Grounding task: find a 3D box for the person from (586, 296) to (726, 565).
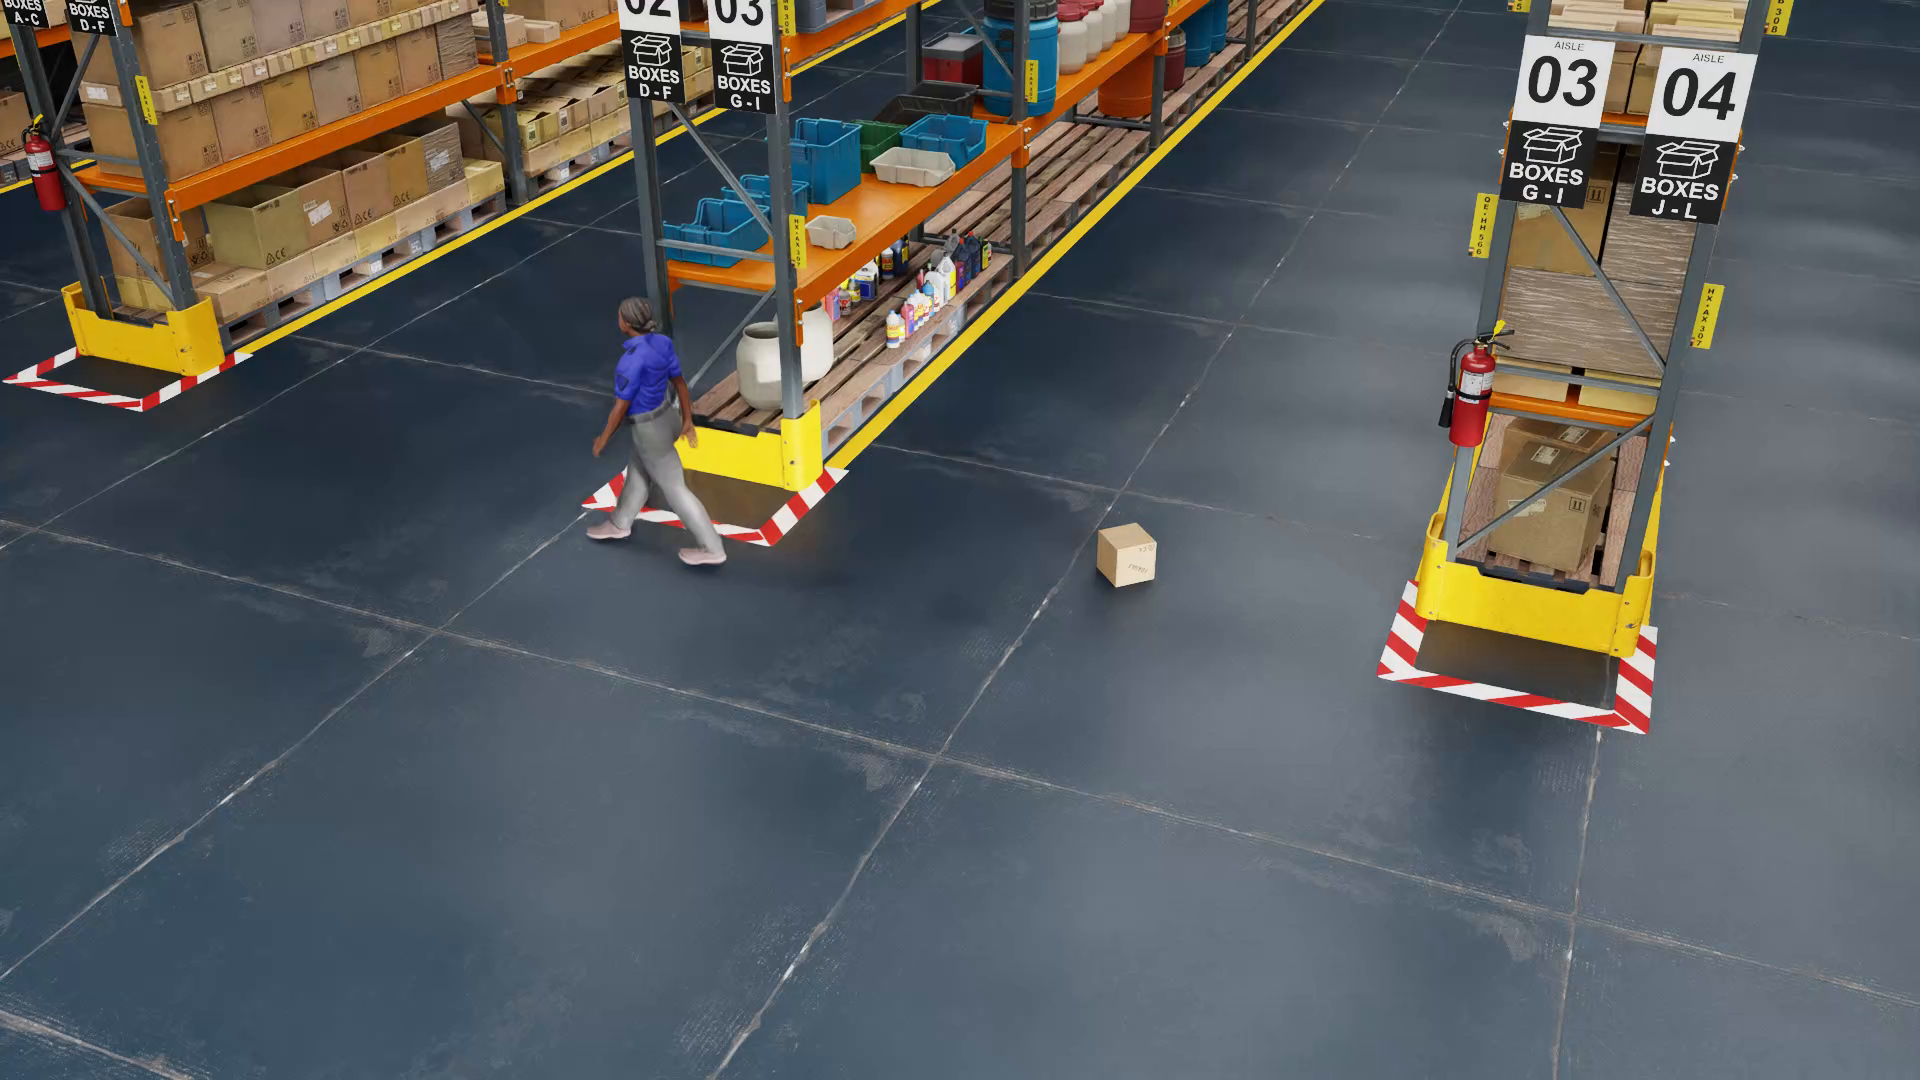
[{"bbox_3d":[-1.823,-0.622,9.492,0.964,1.601,0.467,8,31,14],"label":"person"}]
